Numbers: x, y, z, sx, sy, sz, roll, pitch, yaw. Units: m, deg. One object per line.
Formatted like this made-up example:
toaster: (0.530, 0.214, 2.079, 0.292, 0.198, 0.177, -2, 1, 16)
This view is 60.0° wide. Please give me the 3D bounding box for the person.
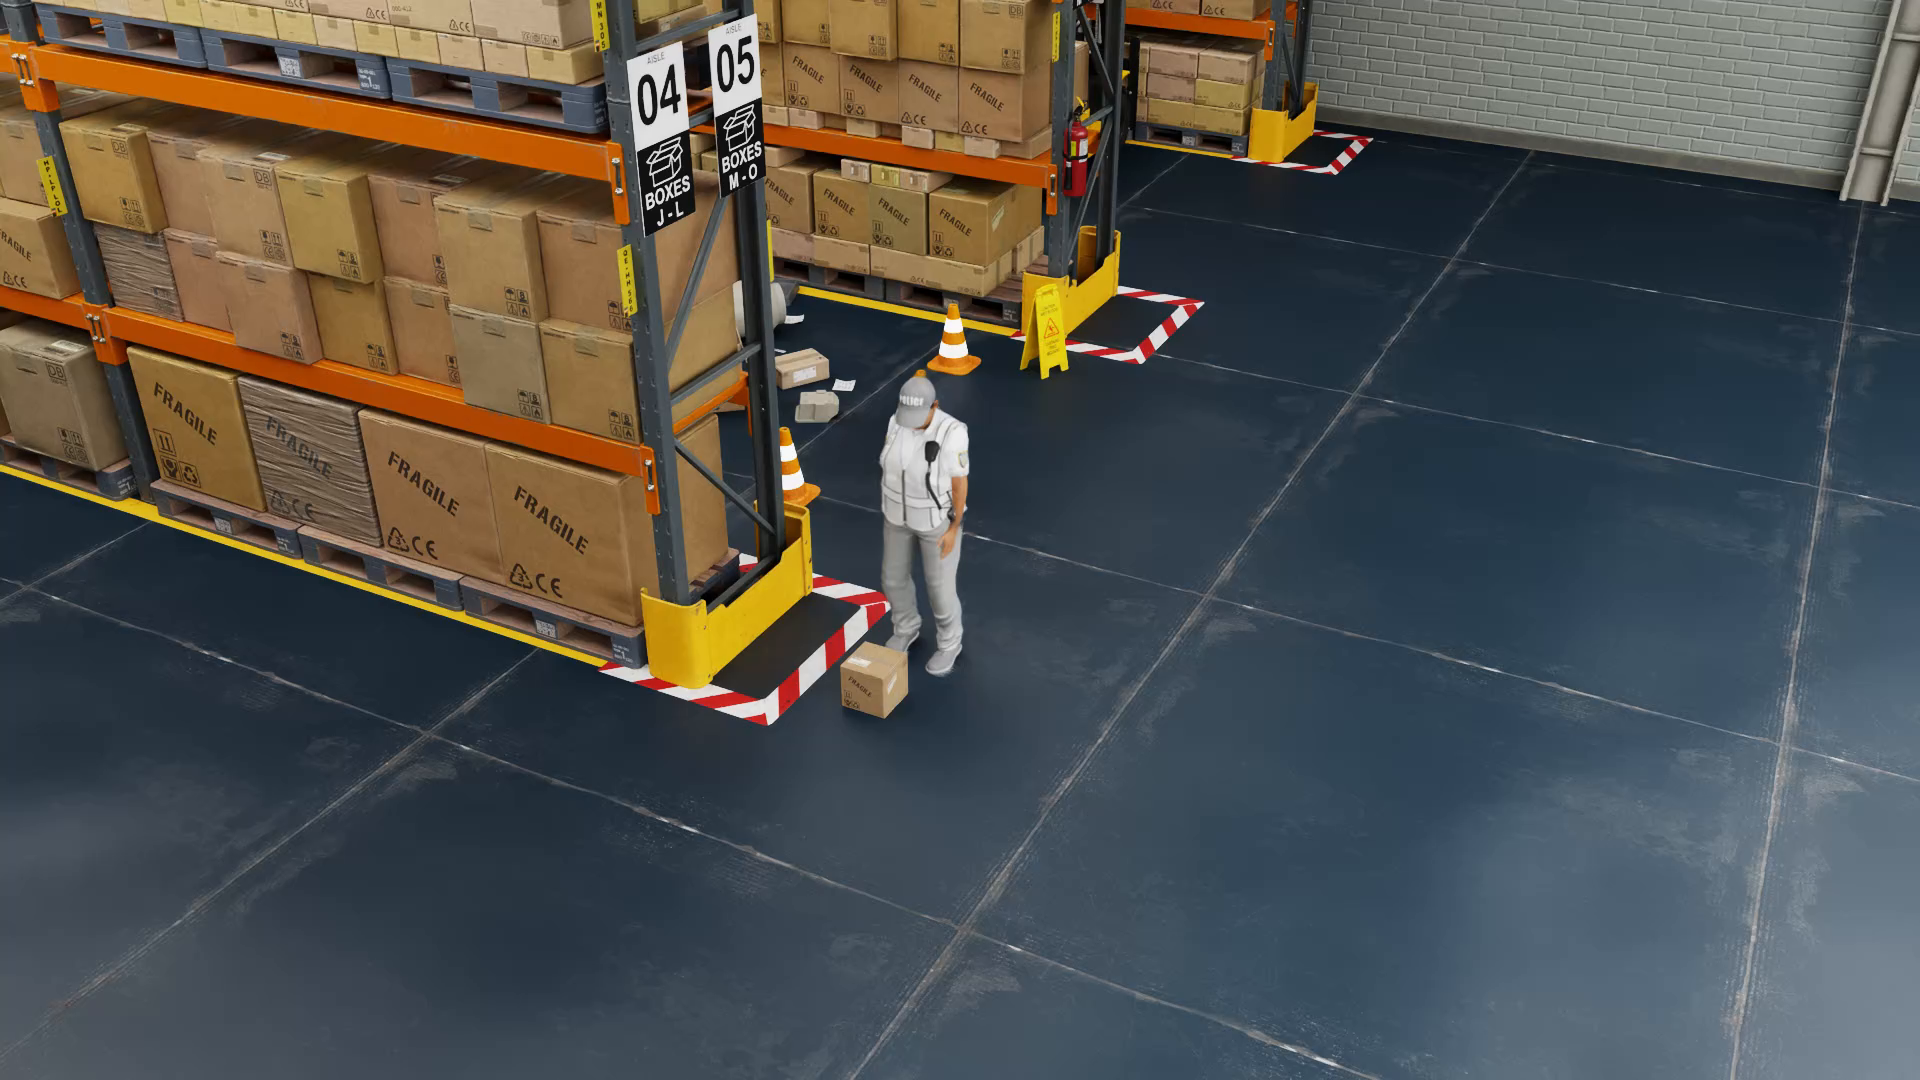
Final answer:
person: (-0.180, -0.091, 8.467, 0.480, 1.646, 0.419, 16, 34, 25)
